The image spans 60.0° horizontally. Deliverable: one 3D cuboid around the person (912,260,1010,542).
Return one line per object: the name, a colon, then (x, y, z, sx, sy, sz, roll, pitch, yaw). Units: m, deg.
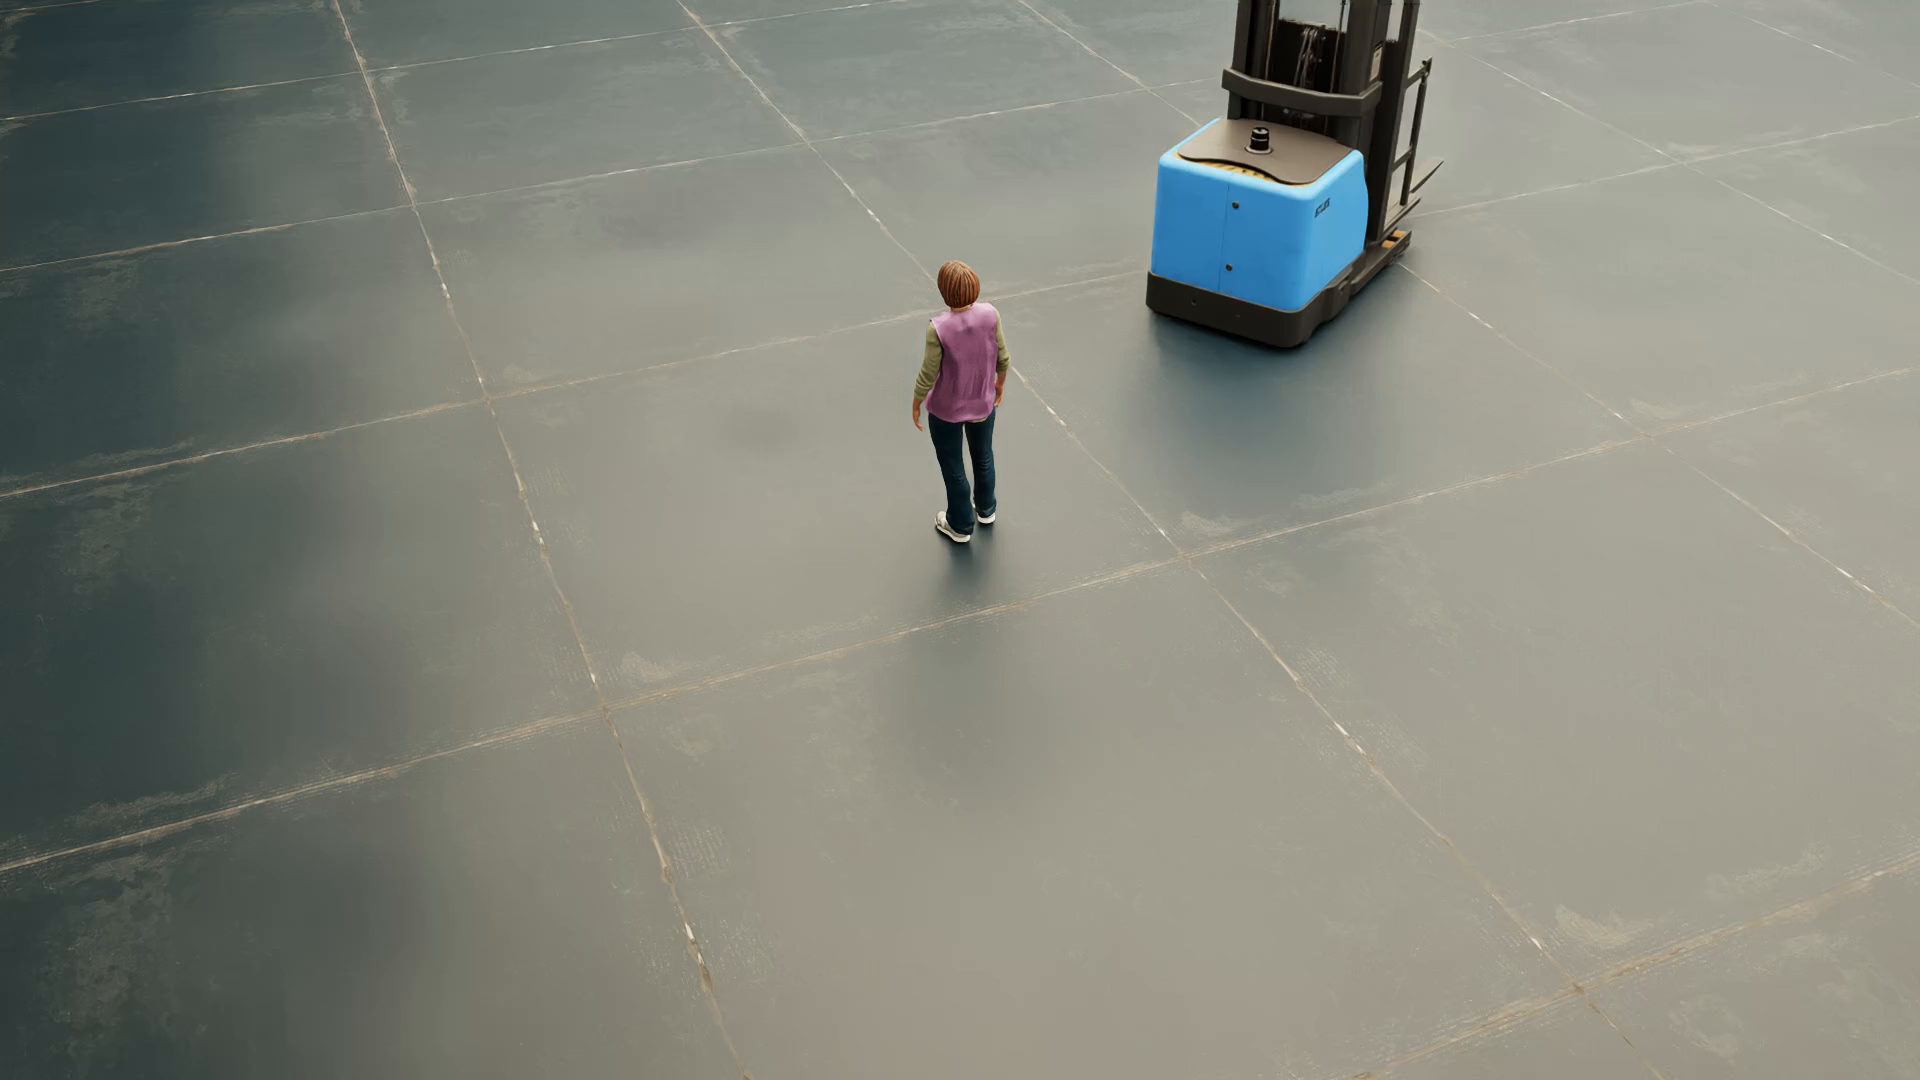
person: (-0.016, -0.699, 8.220, 0.520, 1.597, 0.476, -14, 38, -19)

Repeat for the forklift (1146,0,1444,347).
forklift: (2.423, -3.187, 10.581, 1.130, 2.935, 3.031, 21, 41, 27)
